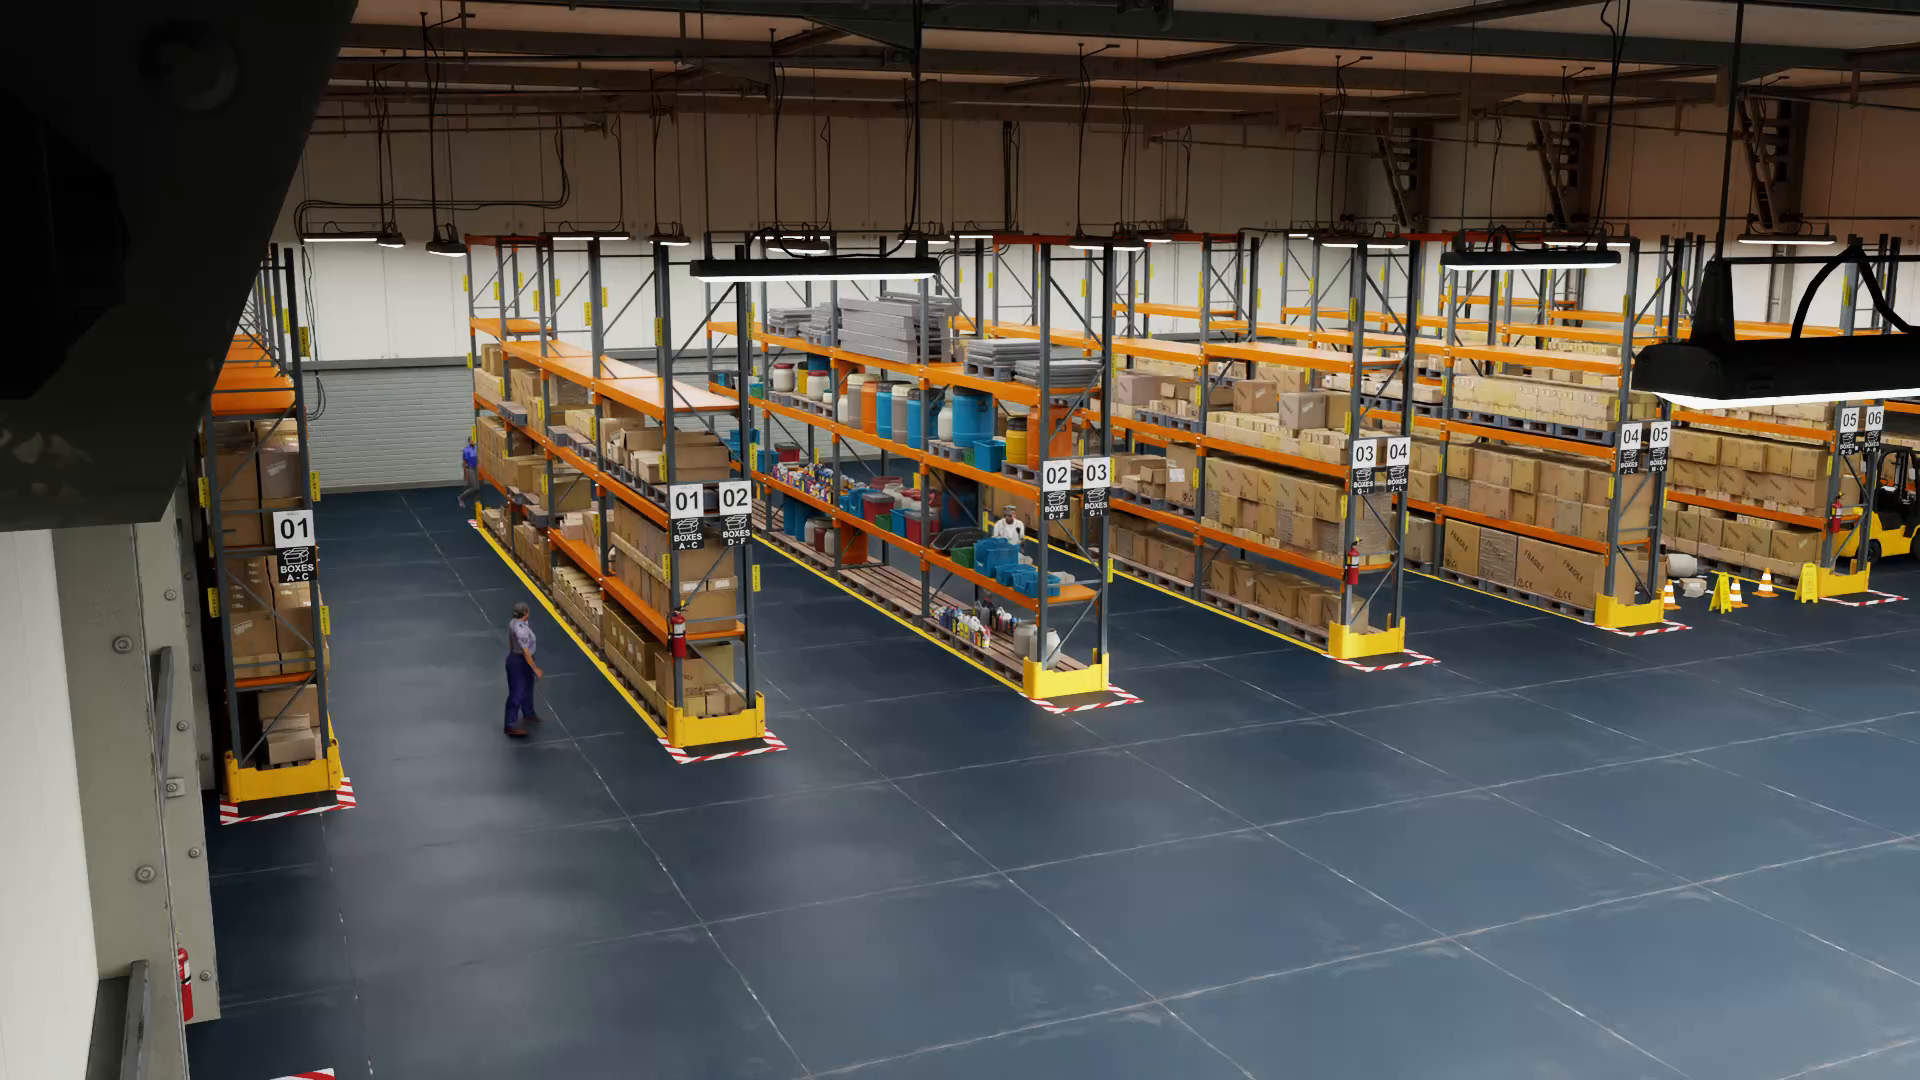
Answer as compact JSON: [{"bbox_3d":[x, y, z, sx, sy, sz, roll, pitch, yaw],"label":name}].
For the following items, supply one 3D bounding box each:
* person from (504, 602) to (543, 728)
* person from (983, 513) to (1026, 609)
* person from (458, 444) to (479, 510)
[{"bbox_3d":[-5.477,1.528,20.768,0.502,1.561,0.618,-3,11,-14],"label":"person"},{"bbox_3d":[0.799,0.272,27.236,0.640,1.688,1.011,-7,13,-32],"label":"person"},{"bbox_3d":[-10.678,-1.372,36.324,0.523,1.445,0.467,3,11,14],"label":"person"}]
